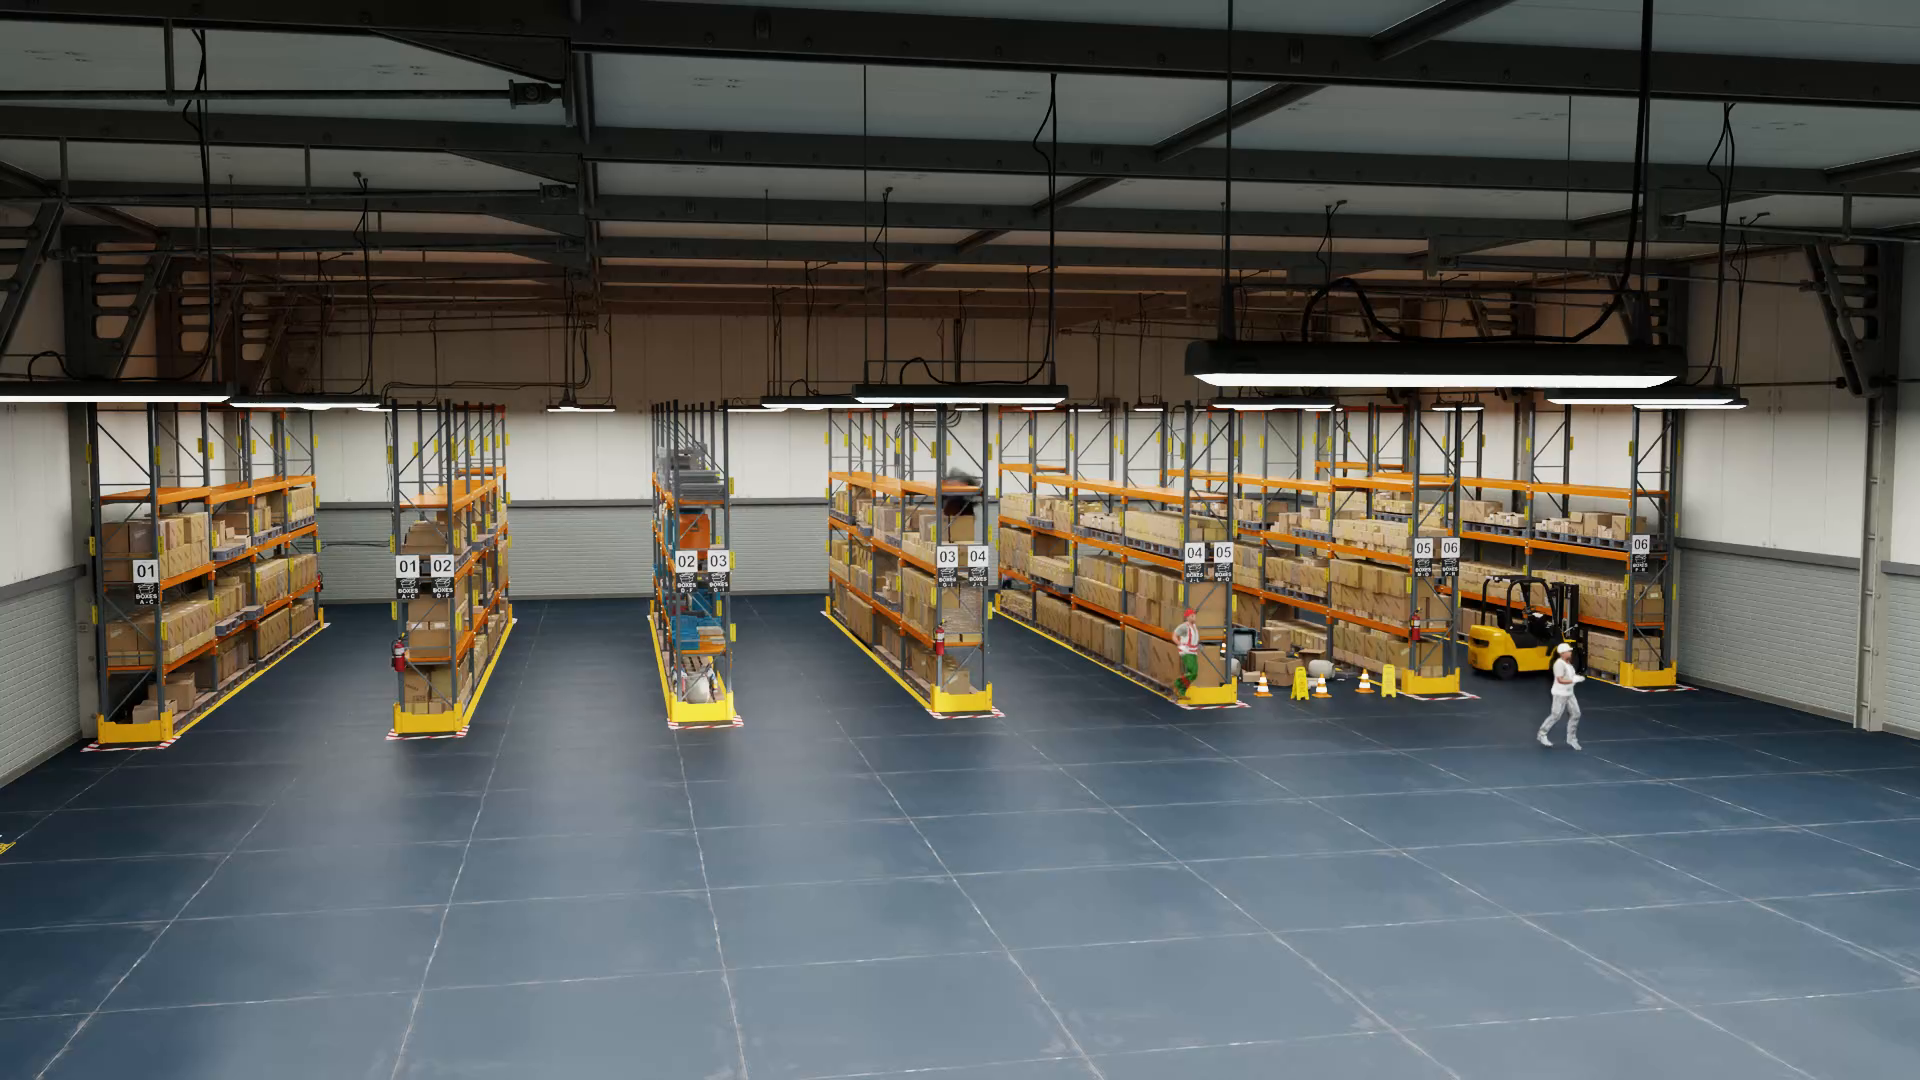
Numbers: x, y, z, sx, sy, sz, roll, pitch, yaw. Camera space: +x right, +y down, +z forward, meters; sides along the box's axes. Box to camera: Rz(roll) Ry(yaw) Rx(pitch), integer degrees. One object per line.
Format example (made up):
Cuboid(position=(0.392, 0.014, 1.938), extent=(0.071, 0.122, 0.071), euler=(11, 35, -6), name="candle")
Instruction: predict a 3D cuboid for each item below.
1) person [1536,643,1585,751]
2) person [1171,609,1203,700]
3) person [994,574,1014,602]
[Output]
Cuboid(position=(10.296, 2.684, 28.450), extent=(0.798, 1.850, 0.704), euler=(3, 5, 38), name="person")
Cuboid(position=(4.383, 2.186, 31.791), extent=(0.532, 1.737, 0.688), euler=(3, 5, 38), name="person")
Cuboid(position=(1.385, 1.156, 50.034), extent=(0.858, 1.535, 0.592), euler=(2, 5, 23), name="person")
